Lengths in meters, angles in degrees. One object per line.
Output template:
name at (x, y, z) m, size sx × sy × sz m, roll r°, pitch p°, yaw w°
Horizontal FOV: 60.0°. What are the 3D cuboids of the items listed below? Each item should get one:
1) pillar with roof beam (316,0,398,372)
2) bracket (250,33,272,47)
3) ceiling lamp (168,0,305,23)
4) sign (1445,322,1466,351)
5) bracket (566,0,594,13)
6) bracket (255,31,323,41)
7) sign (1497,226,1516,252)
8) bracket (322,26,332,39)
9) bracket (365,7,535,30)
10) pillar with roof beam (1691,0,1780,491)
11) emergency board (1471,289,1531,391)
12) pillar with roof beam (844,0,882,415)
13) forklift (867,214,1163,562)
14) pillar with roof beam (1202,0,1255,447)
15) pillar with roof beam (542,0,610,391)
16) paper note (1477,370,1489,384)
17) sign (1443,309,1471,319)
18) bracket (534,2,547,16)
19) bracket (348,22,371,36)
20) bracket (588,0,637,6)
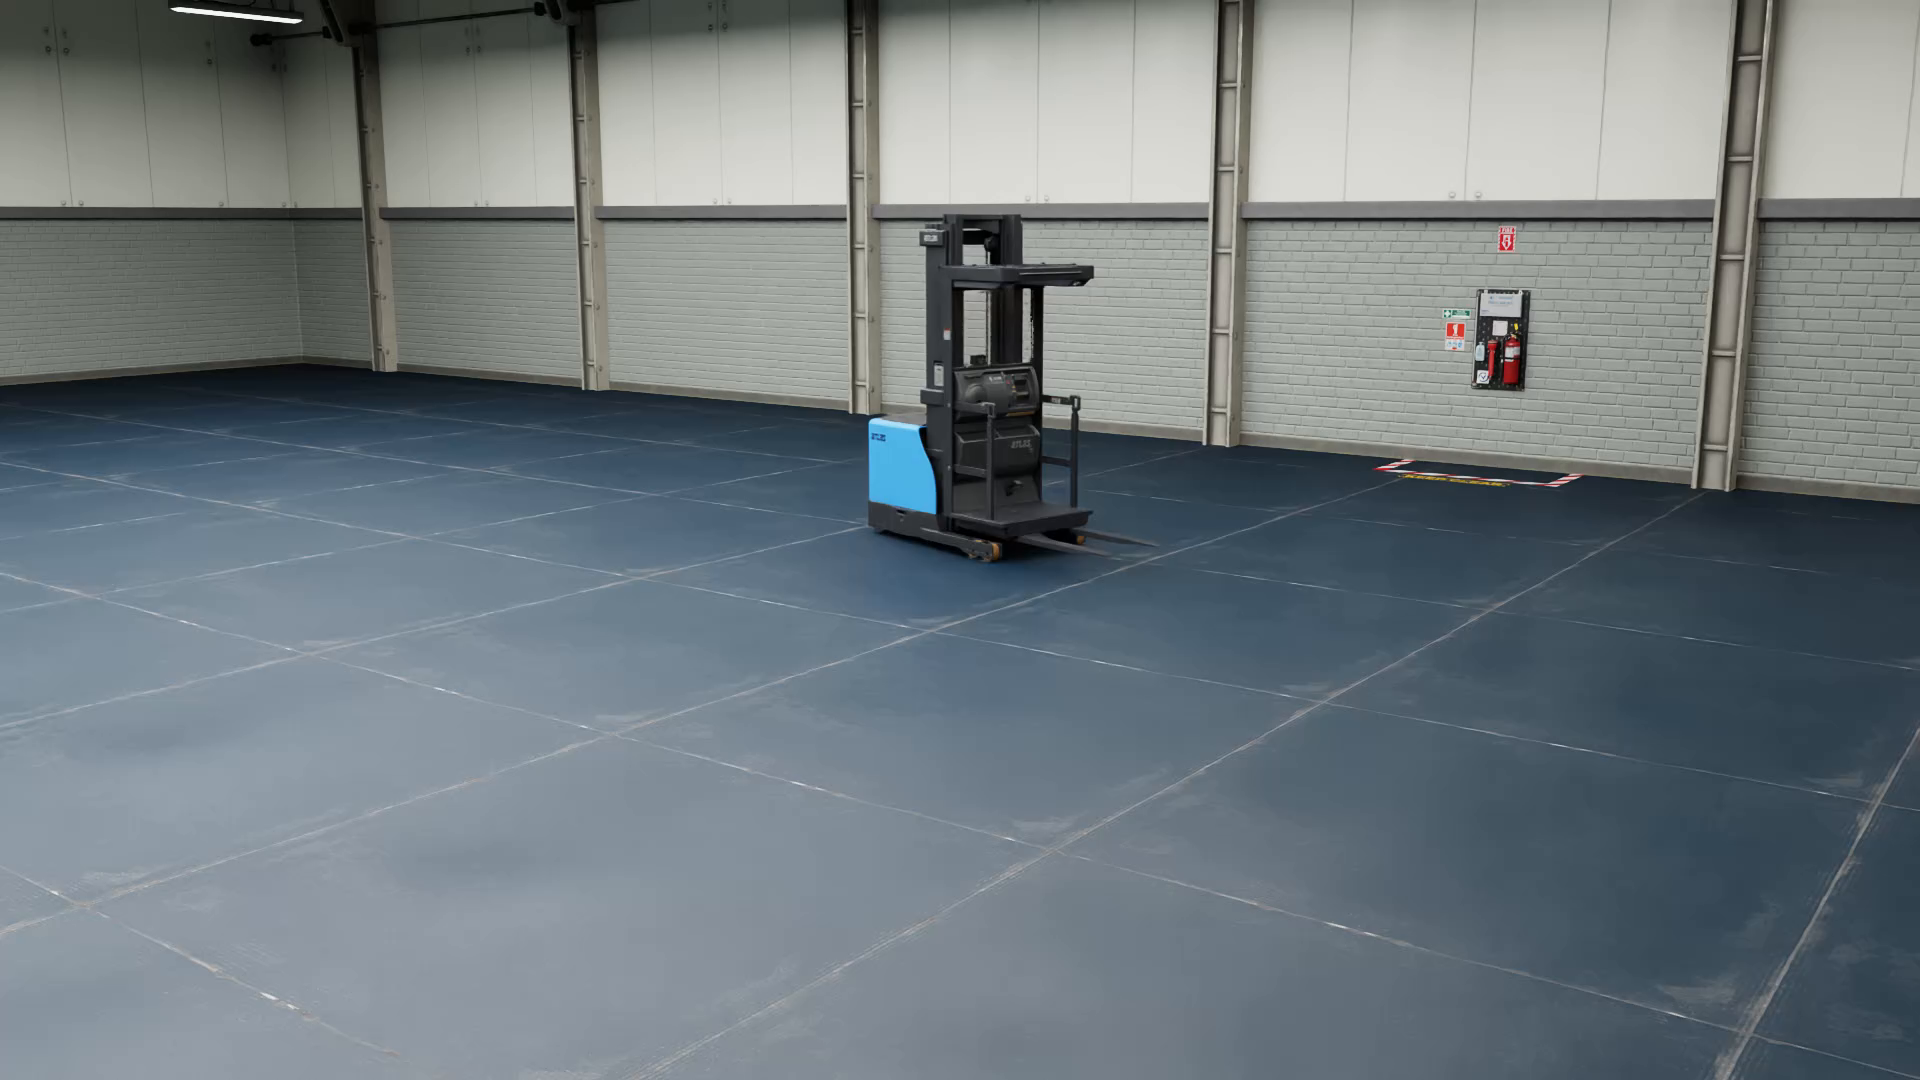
pillar with roof beam at (-13.650, -7.026, 27.877) m, size 0.548 × 9.000 × 9.100 m, roll 8°, pitch 13°, yaw 36°
bracket at (-13.557, -9.711, 32.280) m, size 0.430 × 0.232 × 0.235 m, roll 8°, pitch 13°, yaw 36°
ceiling lamp at (-10.923, -9.357, 24.559) m, size 0.800 × 3.185 × 2.000 m, roll 8°, pitch 13°, yaw 36°
sign at (5.889, -2.421, 19.772) m, size 0.234 × 0.329 × 0.001 m, roll 8°, pitch 13°, yaw 36°
bracket at (-6.141, -8.677, 26.933) m, size 0.430 × 0.232 × 0.235 m, roll 8°, pitch 13°, yaw 36°
bracket at (-13.080, -9.645, 31.936) m, size 3.189 × 0.066 × 0.076 m, roll 8°, pitch 13°, yaw 36°
sign at (6.326, -3.480, 19.236) m, size 0.199 × 0.298 × 0.001 m, roll 8°, pitch 13°, yaw 36°
bracket at (-11.646, -9.445, 30.902) m, size 0.430 × 0.232 × 0.235 m, roll 8°, pitch 13°, yaw 36°
bracket at (-8.901, -9.062, 28.923) m, size 4.783 × 0.066 × 0.076 m, roll 8°, pitch 13°, yaw 36°
pillar with roof beam at (5.694, -4.328, 13.930) m, size 0.400 × 9.000 × 9.100 m, roll 8°, pitch 13°, yaw 36°
emergency board at (6.273, -2.325, 19.373) m, size 0.643 × 1.169 × 0.194 m, roll 8°, pitch 13°, yaw 36°
pillar with roof beam at (-3.978, -5.677, 20.904) m, size 0.400 × 9.000 × 9.100 m, roll 8°, pitch 13°, yaw 36°
forklift at (0.467, -1.357, 14.549) m, size 1.130 × 2.935 × 3.031 m, roll -9°, pitch 14°, yaw -39°
pillar with roof beam at (0.858, -5.003, 17.417) m, size 0.400 × 9.000 × 9.100 m, roll 8°, pitch 13°, yaw 36°
pillar with roof beam at (-8.814, -6.352, 24.391) m, size 0.548 × 9.000 × 9.100 m, roll 8°, pitch 13°, yaw 36°
paper note at (6.171, -1.923, 19.614) m, size 0.142 × 0.148 × 0.016 m, roll 8°, pitch 13°, yaw 36°
sign at (5.887, -2.679, 19.712) m, size 0.331 × 0.109 × 0.001 m, roll 8°, pitch 13°, yaw 36°
bracket at (-6.810, -8.770, 27.416) m, size 0.430 × 0.232 × 0.235 m, roll 8°, pitch 13°, yaw 36°
bracket at (-10.977, -9.352, 30.420) m, size 0.430 × 0.232 × 0.235 m, roll 8°, pitch 13°, yaw 36°
bracket at (-4.065, -8.387, 25.436) m, size 4.783 × 0.066 × 0.076 m, roll 8°, pitch 13°, yaw 36°
